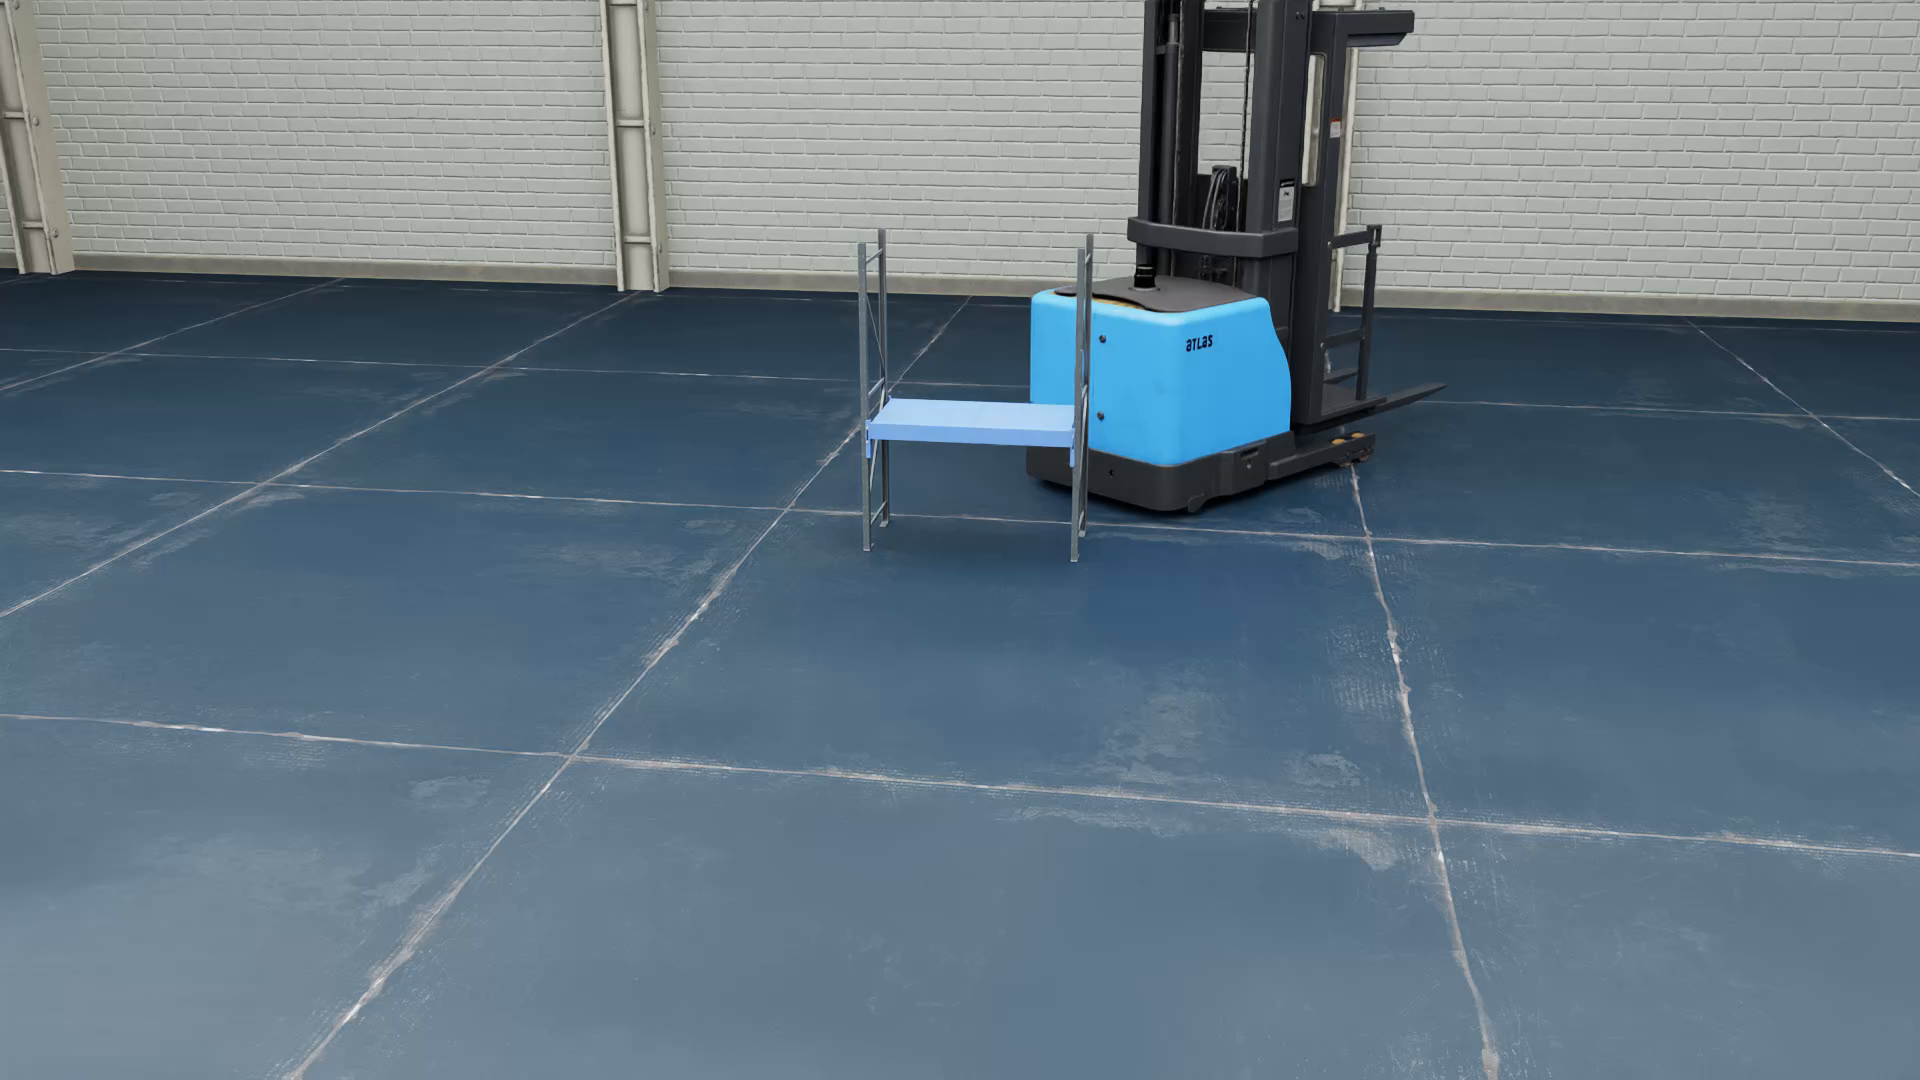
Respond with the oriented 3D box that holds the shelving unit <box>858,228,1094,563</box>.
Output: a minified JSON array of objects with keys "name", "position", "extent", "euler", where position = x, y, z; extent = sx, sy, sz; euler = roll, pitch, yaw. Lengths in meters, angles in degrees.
[{"name":"shelving unit","position":[0.084,-0.707,8.052],"extent":[1.048,1.500,0.538],"euler":[3,19,9]}]

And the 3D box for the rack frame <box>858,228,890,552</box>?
[{"name":"rack frame","position":[-0.418,-0.733,8.129],"extent":[0.032,1.500,0.500],"euler":[3,19,9]}]

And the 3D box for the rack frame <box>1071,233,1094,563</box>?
[{"name":"rack frame","position":[0.586,-0.681,7.976],"extent":[0.032,1.500,0.500],"euler":[3,19,9]}]

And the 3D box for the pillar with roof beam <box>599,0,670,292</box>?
[{"name":"pillar with roof beam","position":[-3.560,-5.210,9.692],"extent":[0.400,9.000,9.100],"euler":[3,19,9]}]

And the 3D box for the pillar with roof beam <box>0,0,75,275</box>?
[{"name":"pillar with roof beam","position":[-9.484,-5.512,10.594],"extent":[0.400,9.000,9.100],"euler":[3,19,9]}]

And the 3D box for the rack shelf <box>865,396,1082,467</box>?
[{"name":"rack shelf","position":[0.084,-0.536,8.109],"extent":[1.000,0.185,0.538],"euler":[3,19,9]}]

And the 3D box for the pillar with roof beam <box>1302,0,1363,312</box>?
[{"name":"pillar with roof beam","position":[2.364,-4.908,8.789],"extent":[0.400,9.000,9.100],"euler":[3,19,9]}]

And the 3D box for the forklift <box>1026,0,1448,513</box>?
[{"name":"forklift","position":[1.775,-1.909,9.389],"extent":[3.031,2.935,1.130],"euler":[-17,25,-41]}]
